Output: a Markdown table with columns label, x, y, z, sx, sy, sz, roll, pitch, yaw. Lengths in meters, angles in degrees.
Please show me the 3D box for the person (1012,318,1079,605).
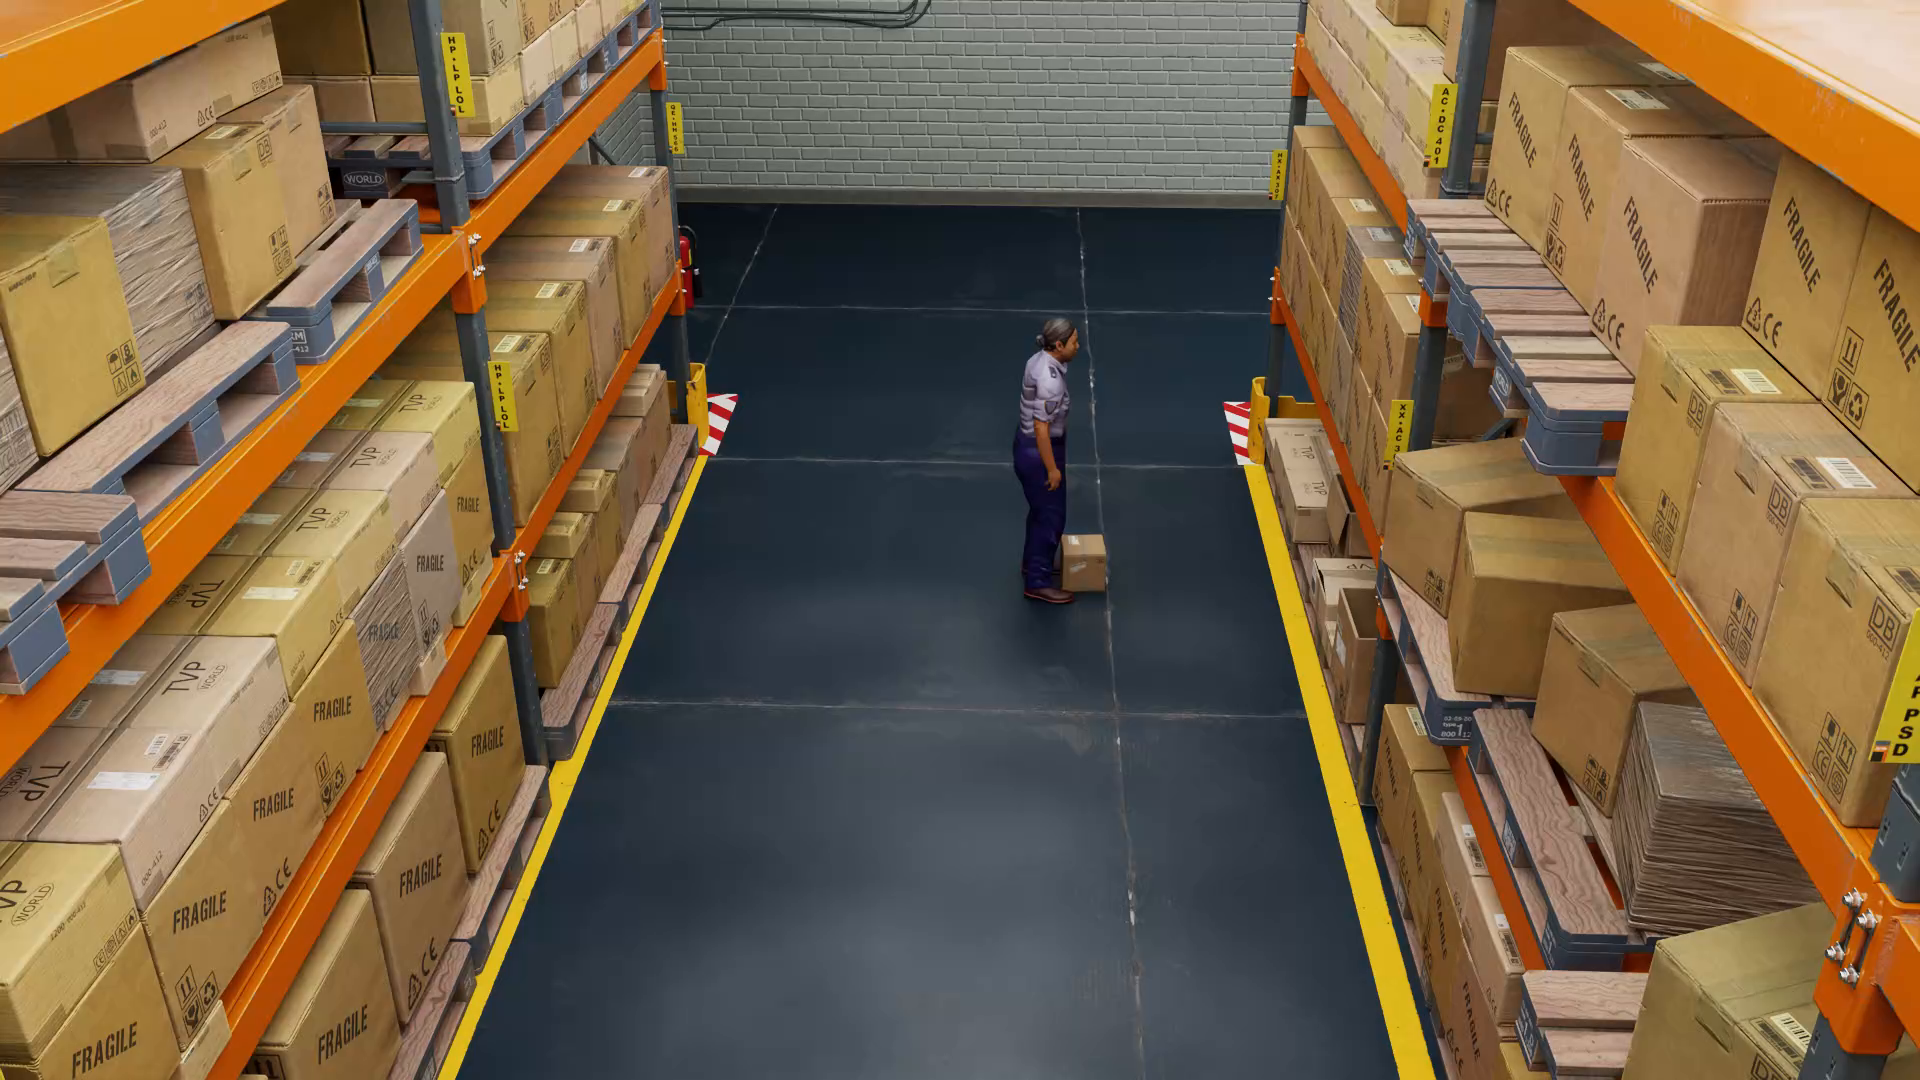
| label | x | y | z | sx | sy | sz | roll | pitch | yaw |
| --- | --- | --- | --- | --- | --- | --- | --- | --- | --- |
| person | 0.487 | -0.477 | 9.524 | 0.369 | 1.650 | 0.556 | -1 | 28 | -1 |
